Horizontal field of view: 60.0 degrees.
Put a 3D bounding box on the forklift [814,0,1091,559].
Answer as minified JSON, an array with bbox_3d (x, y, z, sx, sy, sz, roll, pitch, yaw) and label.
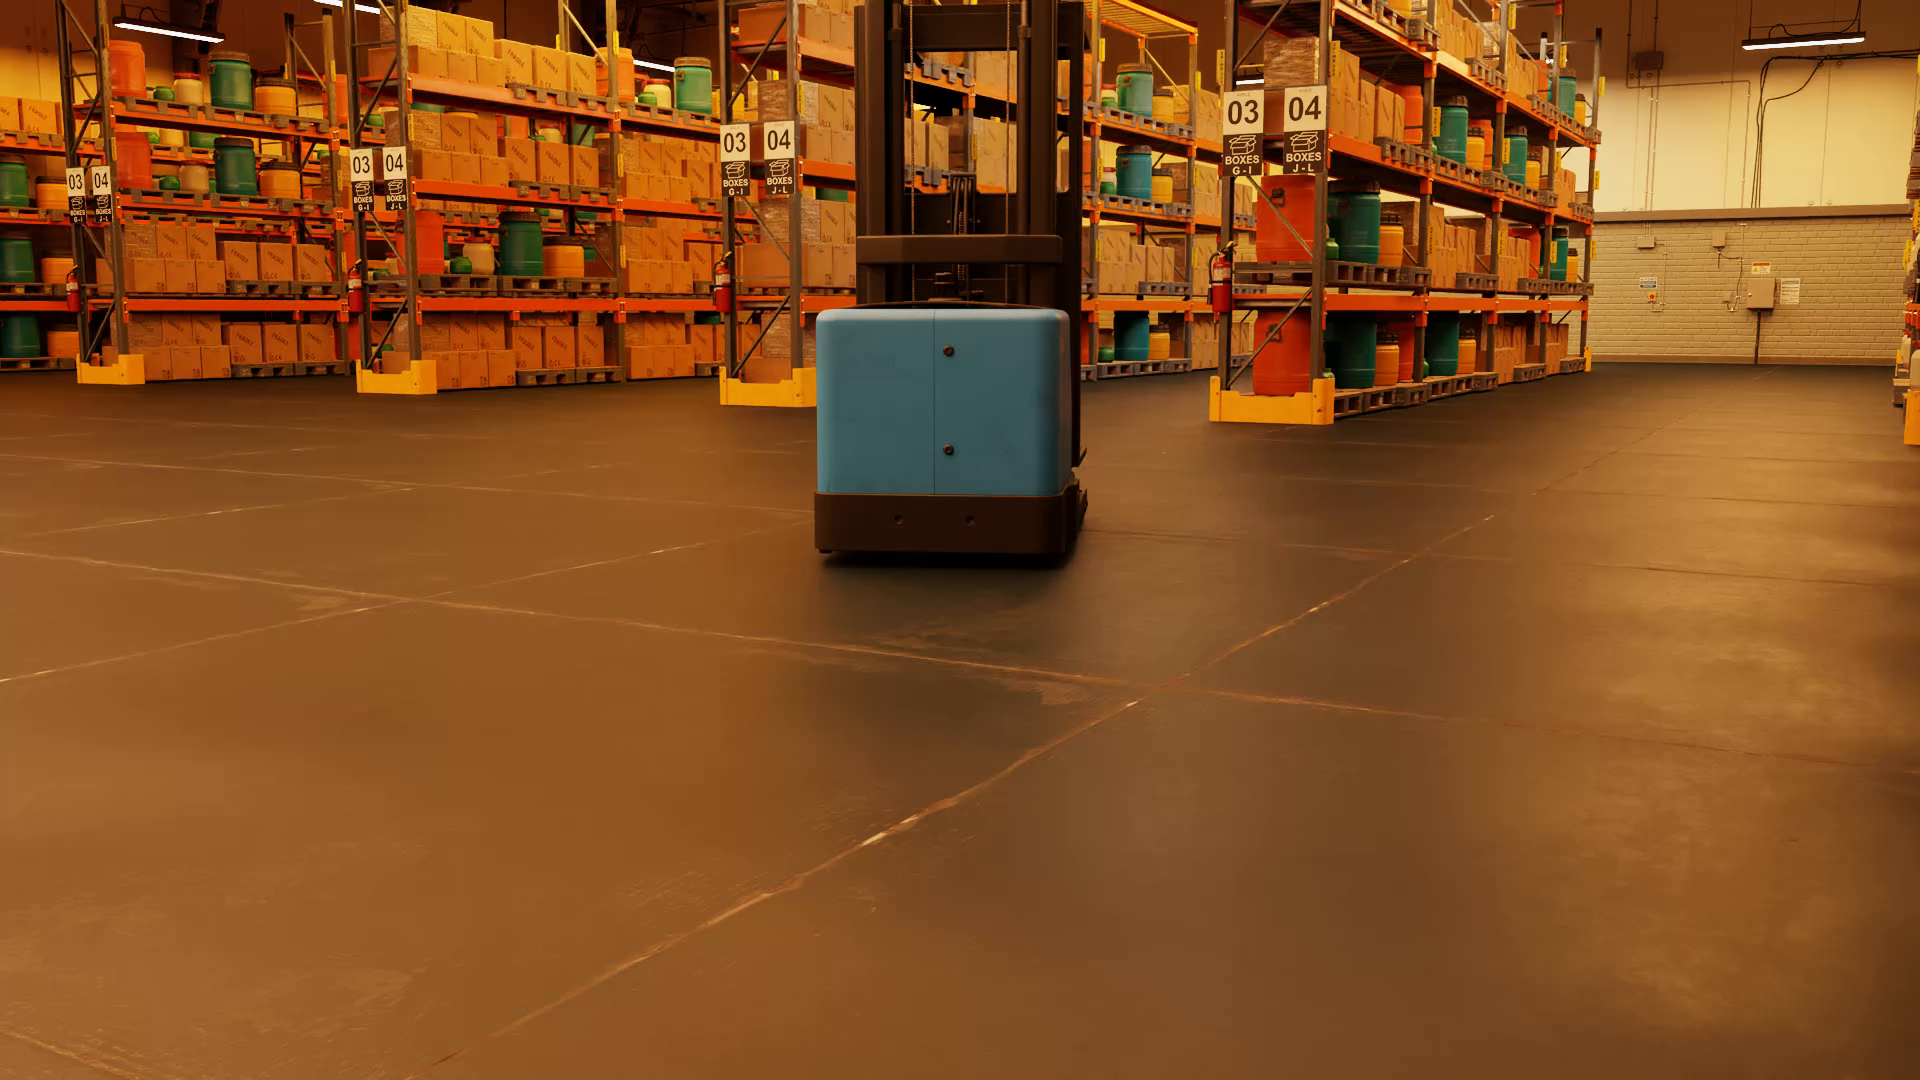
[{"bbox_3d":[0.072,-1.535,8.212,1.130,2.935,3.031,1,8,7],"label":"forklift"}]
